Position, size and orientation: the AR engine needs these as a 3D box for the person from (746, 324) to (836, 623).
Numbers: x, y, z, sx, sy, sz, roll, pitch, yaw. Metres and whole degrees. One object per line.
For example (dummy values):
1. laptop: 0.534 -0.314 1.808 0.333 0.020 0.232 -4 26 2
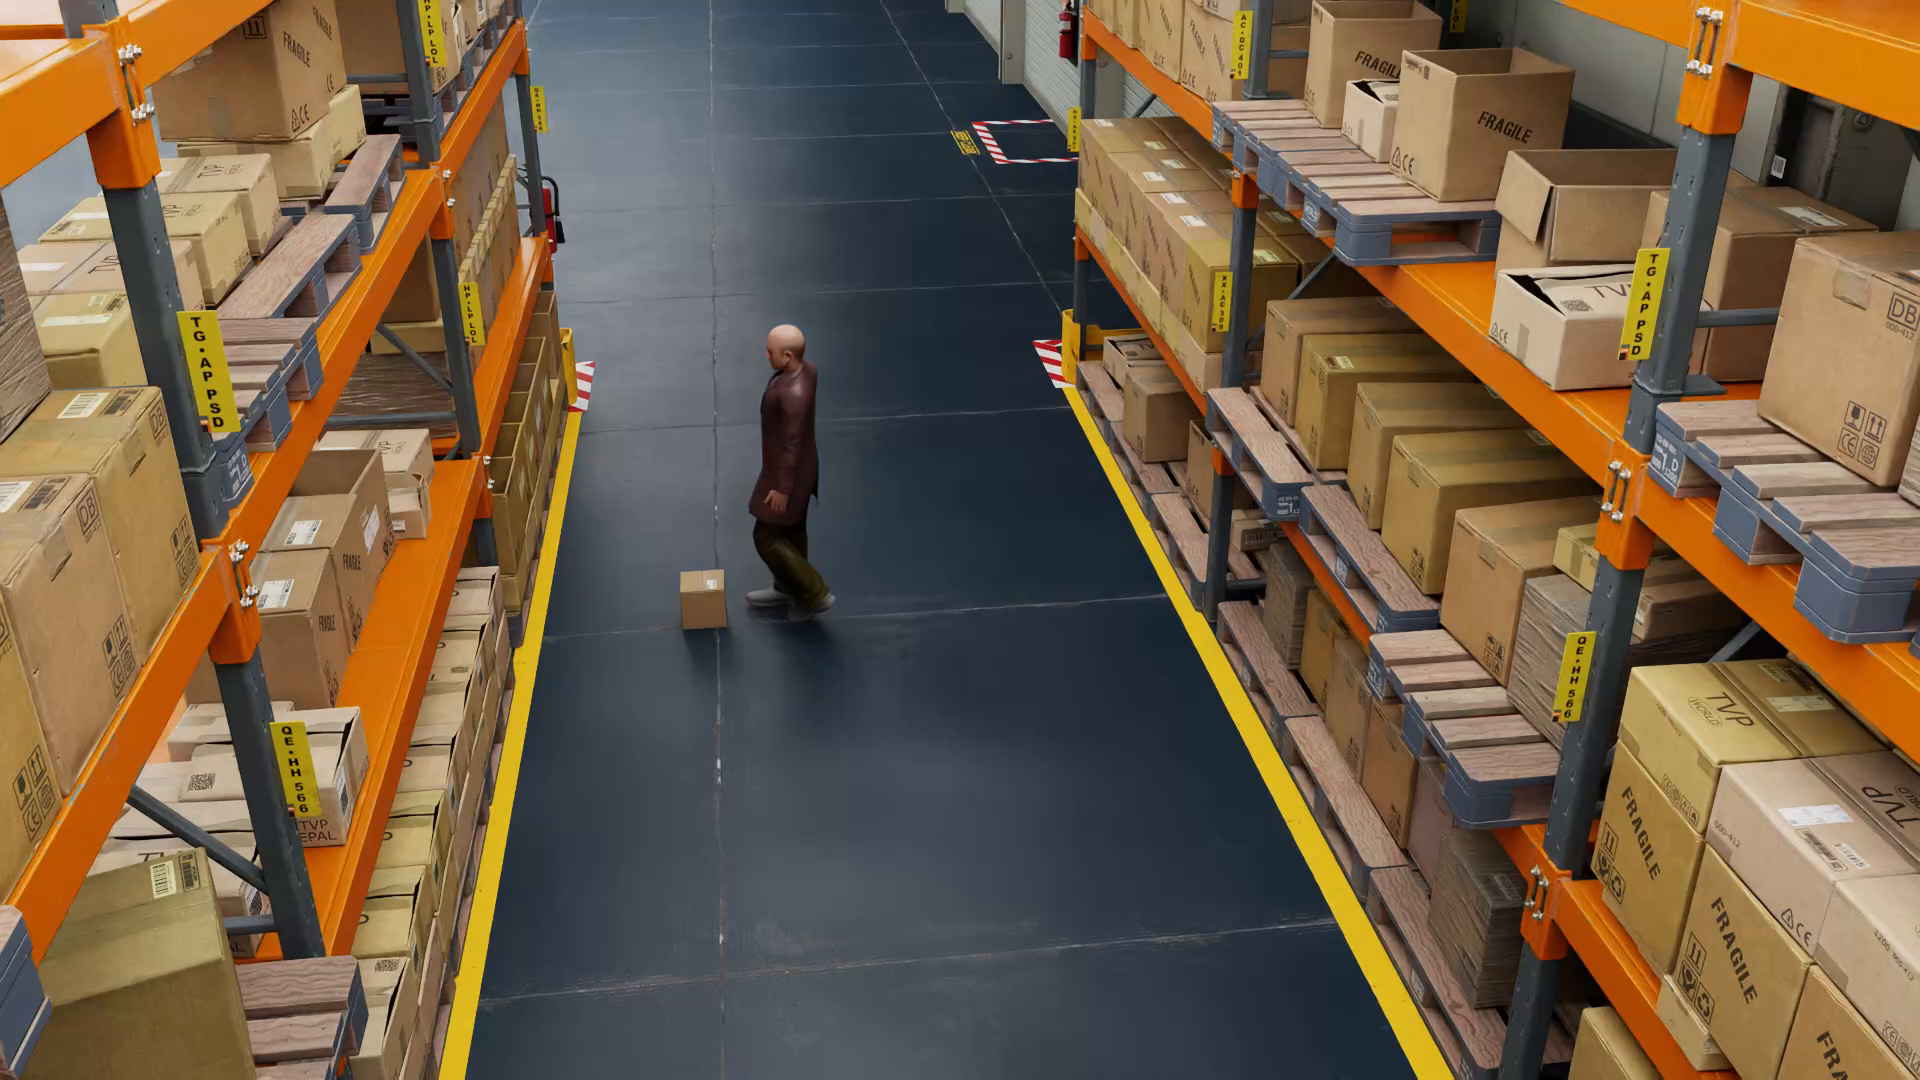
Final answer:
1. person: -0.984 -0.370 9.369 0.565 1.794 0.623 1 27 3
